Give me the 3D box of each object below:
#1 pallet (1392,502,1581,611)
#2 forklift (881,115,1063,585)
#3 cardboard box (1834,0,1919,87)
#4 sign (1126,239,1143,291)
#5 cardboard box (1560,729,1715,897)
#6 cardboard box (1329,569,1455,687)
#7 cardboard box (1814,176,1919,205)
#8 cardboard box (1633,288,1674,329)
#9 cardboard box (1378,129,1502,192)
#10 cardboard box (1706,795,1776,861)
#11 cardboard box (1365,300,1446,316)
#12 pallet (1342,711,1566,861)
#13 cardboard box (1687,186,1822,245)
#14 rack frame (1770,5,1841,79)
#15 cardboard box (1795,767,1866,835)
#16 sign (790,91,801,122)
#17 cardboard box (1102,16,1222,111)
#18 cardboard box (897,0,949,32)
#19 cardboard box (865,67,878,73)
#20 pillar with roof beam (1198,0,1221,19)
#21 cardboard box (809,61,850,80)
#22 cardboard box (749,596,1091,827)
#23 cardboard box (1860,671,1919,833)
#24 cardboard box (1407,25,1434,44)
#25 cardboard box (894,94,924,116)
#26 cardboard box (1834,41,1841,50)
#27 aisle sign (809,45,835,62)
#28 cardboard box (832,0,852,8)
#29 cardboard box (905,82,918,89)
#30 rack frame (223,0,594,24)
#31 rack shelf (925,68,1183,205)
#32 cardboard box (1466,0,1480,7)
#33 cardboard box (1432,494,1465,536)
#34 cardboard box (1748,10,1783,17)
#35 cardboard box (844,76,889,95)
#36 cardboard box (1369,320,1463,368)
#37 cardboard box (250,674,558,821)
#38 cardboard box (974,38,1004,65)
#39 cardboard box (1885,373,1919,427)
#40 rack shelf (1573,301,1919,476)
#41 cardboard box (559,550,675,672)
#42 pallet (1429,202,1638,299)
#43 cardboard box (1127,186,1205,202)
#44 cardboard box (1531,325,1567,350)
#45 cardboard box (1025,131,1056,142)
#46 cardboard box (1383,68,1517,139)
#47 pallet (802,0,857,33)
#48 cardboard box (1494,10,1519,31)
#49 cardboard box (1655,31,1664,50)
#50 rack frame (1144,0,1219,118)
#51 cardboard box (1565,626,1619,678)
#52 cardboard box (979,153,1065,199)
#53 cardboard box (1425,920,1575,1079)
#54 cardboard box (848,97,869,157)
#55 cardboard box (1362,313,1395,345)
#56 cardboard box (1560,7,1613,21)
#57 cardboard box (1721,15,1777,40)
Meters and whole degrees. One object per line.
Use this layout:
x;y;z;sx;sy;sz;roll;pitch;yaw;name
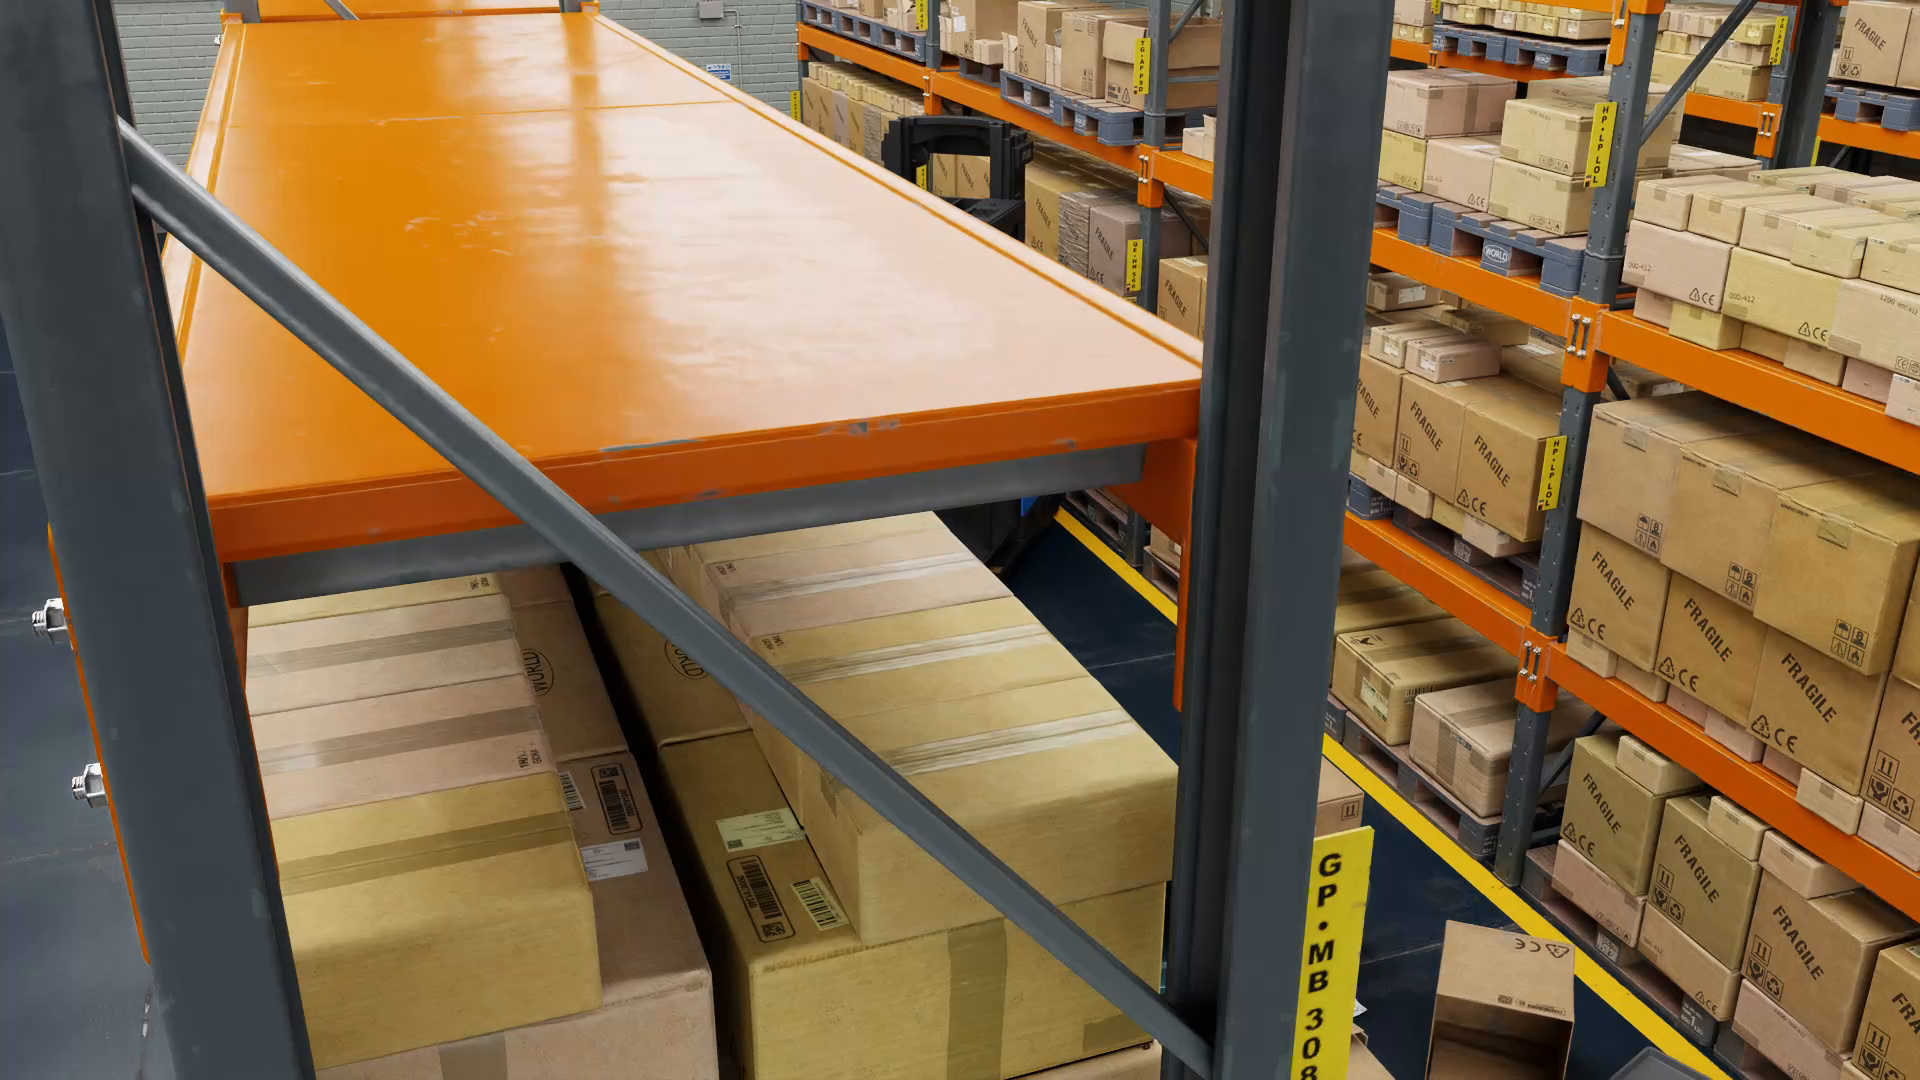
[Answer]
2.900;-0.036;8.219;1.003;0.211;1.213;-8;24;-19;pallet
-0.201;-1.121;10.637;1.130;2.935;3.031;8;24;17;forklift
6.291;-3.333;11.136;0.500;0.500;0.500;-8;24;-19;cardboard box
1.103;-1.736;10.516;0.100;0.325;0.005;-8;24;-19;sign
2.990;1.153;7.186;0.500;0.500;0.500;-7;24;-16;cardboard box
2.342;0.488;9.573;0.950;0.372;0.625;-8;24;-17;cardboard box
3.514;-1.291;6.386;0.380;0.149;0.250;-9;24;-20;cardboard box
2.914;-0.944;6.590;0.380;0.149;0.250;-9;24;-20;cardboard box
2.339;-1.895;8.175;0.500;0.250;0.500;-8;24;-18;cardboard box
3.161;1.094;6.490;0.380;0.149;0.250;-7;24;-17;cardboard box
2.414;-1.160;9.587;0.500;0.500;0.500;-10;25;-23;cardboard box
2.758;1.176;8.688;1.003;0.211;1.213;-8;24;-19;pallet
2.959;-1.210;6.195;0.380;0.149;0.250;-8;24;-17;cardboard box
6.263;-4.727;11.378;1.000;3.000;0.127;-8;24;-19;rack frame
3.288;0.914;6.043;0.380;0.149;0.250;-8;24;-19;cardboard box
-1.726;-4.548;17.462;0.100;0.325;0.005;-8;24;-19;sign
1.347;-3.019;10.516;0.797;0.503;0.637;-10;25;-22;cardboard box
-0.317;-4.481;14.161;0.396;0.266;0.258;-8;24;-17;cardboard box
-0.779;-4.800;17.026;0.380;0.149;0.250;-8;24;-18;cardboard box
-0.699;-8.146;19.491;9.100;9.000;0.400;-8;24;-19;pillar with roof beam
-1.339;-4.825;17.085;0.380;0.149;0.250;-8;24;-18;cardboard box
-0.056;0.213;2.147;0.380;0.149;0.250;-8;24;-19;cardboard box
3.490;0.733;5.637;0.500;0.500;0.500;-8;24;-18;cardboard box
4.447;-4.772;15.671;0.380;0.149;0.250;-9;24;-19;cardboard box
-0.375;-3.899;14.888;0.380;0.149;0.250;-9;24;-19;cardboard box
6.358;-3.624;12.305;0.380;0.149;0.250;-8;24;-18;cardboard box
-1.502;-5.371;17.283;0.394;0.787;0.004;-8;24;-19;aisle sign
-1.036;-5.266;16.173;0.380;0.149;0.250;-7;24;-17;cardboard box
-0.314;-4.335;15.922;0.380;0.149;0.250;-8;24;-17;cardboard box
-1.561;-1.875;4.612;1.000;3.000;0.127;-8;24;-19;rack frame
0.914;-3.057;12.205;1.077;0.370;4.000;-8;24;-19;rack shelf
4.706;-4.803;14.692;0.380;0.149;0.250;-8;24;-18;cardboard box
2.517;-0.151;8.030;0.380;0.149;0.250;-9;25;-21;cardboard box
6.241;-3.953;12.702;0.380;0.149;0.250;-8;24;-19;cardboard box
-0.894;-4.352;15.962;0.380;0.149;0.250;-8;24;-19;cardboard box
2.285;-0.984;8.334;0.380;0.149;0.250;-9;25;-21;cardboard box
-0.671;0.303;1.935;0.380;0.149;0.250;-8;24;-19;cardboard box
0.328;-3.693;12.549;0.380;0.166;0.250;-10;25;-23;cardboard box
3.288;-0.465;5.453;0.380;0.149;0.250;-9;24;-20;cardboard box
3.741;-0.150;5.309;1.077;0.370;4.000;-8;24;-19;rack shelf
-0.438;0.075;2.988;0.500;0.250;0.500;-9;24;-19;cardboard box
2.916;-1.361;7.496;1.213;0.211;1.003;-8;24;-19;pallet
1.491;-2.178;11.640;0.500;0.500;0.500;-8;24;-19;cardboard box
5.358;-1.687;14.568;0.500;0.500;0.500;-9;25;-21;cardboard box
0.601;-3.112;13.855;0.500;0.500;0.500;-8;24;-17;cardboard box
2.329;-2.124;8.074;0.500;0.250;0.500;-8;24;-18;cardboard box
-0.933;-5.260;16.619;1.003;0.211;1.213;-8;24;-19;pallet
4.833;-4.477;14.303;0.380;0.149;0.250;-8;24;-18;cardboard box
5.601;-3.932;13.035;0.380;0.149;0.250;-8;24;-19;cardboard box
1.621;-4.044;9.759;1.000;3.000;0.127;-8;24;-19;rack frame
2.845;0.448;7.149;0.380;0.149;0.250;-8;24;-19;cardboard box
0.475;-2.677;12.823;0.500;0.500;0.500;-9;24;-20;cardboard box
2.140;1.900;6.594;0.500;0.500;0.500;8;24;18;cardboard box
-0.747;-3.926;15.786;0.500;0.500;0.500;-8;24;-19;cardboard box
2.117;-0.898;8.966;0.500;0.500;0.500;-9;25;-21;cardboard box
5.144;-4.338;13.590;0.380;0.149;0.250;-8;24;-19;cardboard box
5.871;-3.790;12.316;0.380;0.149;0.250;-9;25;-21;cardboard box
